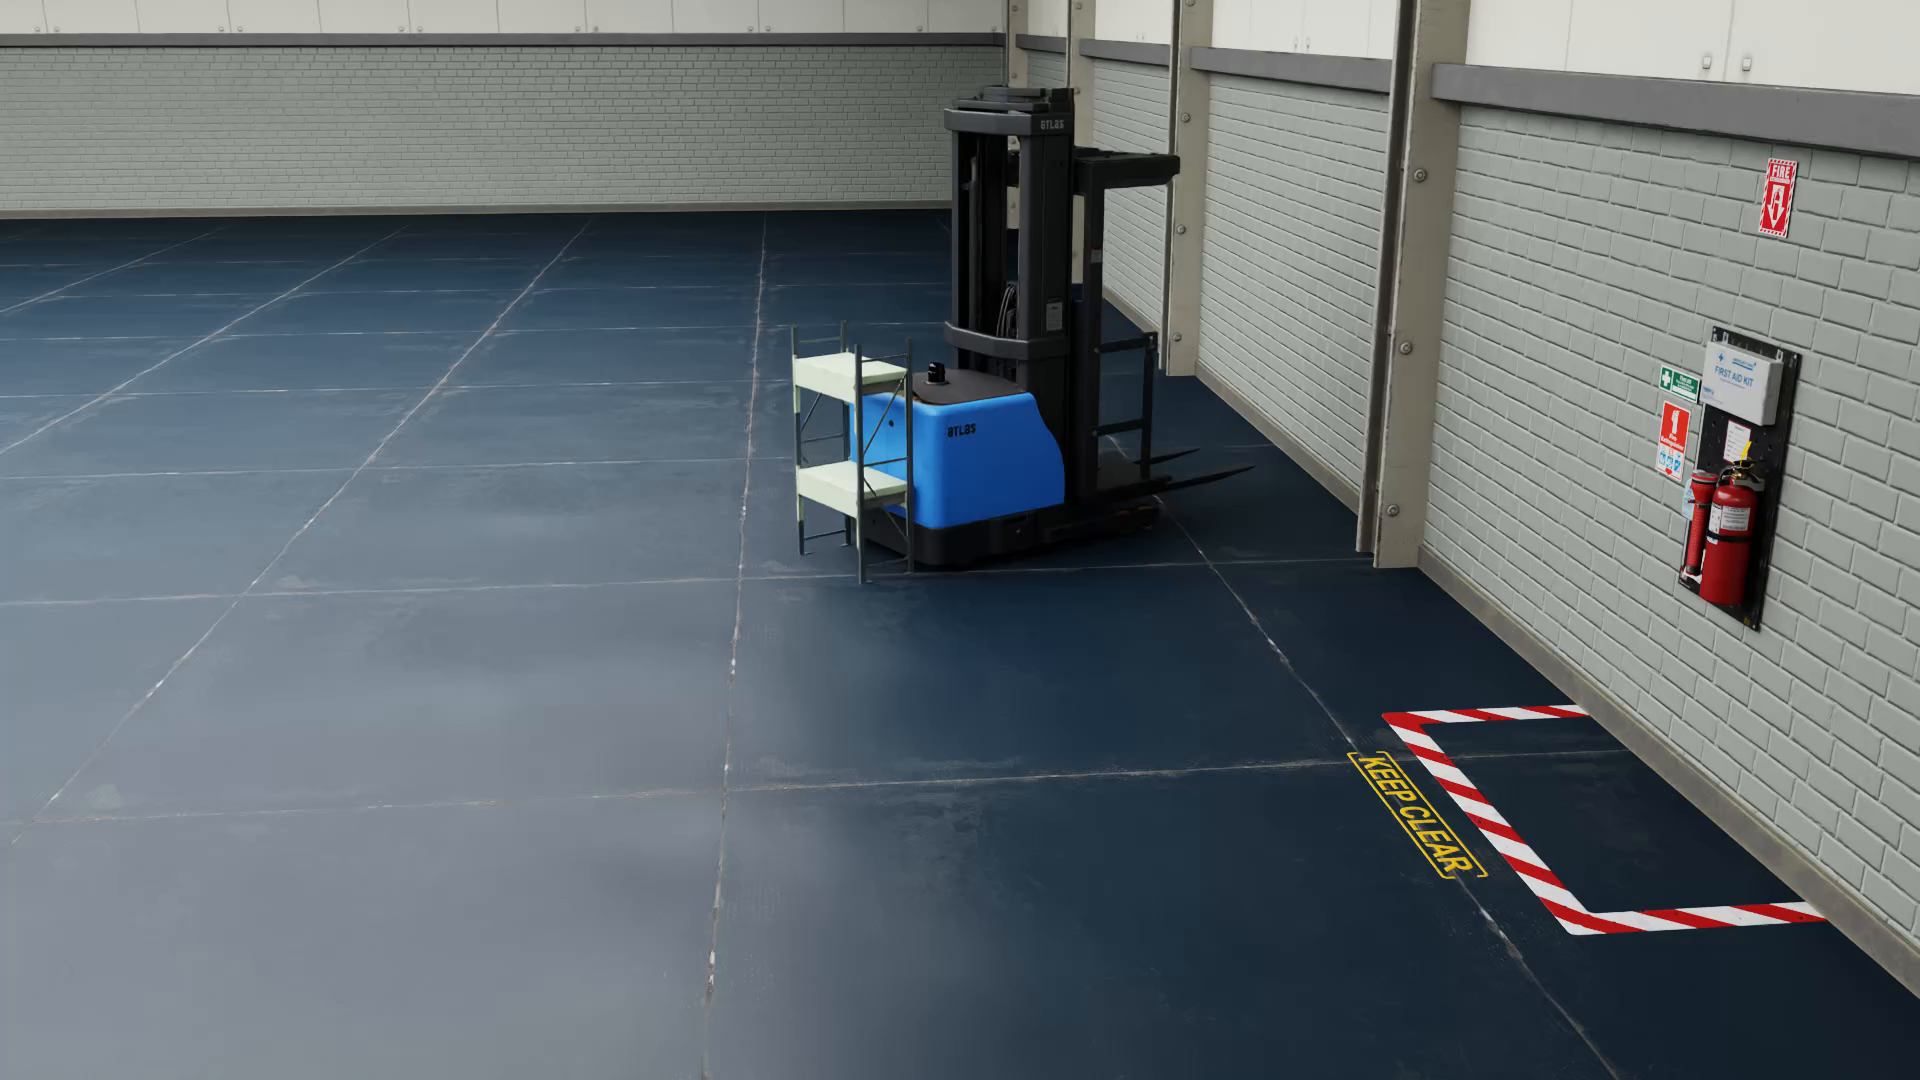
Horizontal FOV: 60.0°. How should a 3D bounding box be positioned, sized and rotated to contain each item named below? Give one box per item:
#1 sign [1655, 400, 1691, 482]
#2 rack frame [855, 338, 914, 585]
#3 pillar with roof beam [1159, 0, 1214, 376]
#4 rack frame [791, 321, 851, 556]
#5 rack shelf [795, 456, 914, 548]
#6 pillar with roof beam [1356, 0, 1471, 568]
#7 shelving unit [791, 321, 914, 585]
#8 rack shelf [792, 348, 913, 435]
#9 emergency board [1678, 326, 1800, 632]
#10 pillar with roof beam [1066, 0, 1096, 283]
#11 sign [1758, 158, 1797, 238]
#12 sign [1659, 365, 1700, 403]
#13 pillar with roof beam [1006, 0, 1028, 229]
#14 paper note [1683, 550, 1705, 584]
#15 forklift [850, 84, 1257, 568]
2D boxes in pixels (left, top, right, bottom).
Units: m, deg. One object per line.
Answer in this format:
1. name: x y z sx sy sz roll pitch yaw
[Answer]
1. sign: 3.232 -0.450 7.543 0.001 0.329 0.234 -2 18 -6
2. rack frame: -0.457 -0.472 10.178 0.400 1.500 0.023 -12 21 -34
3. pillar with roof beam: -2.116 -5.832 14.730 9.100 9.000 0.400 -2 18 -6
4. rack frame: -0.891 -0.649 10.741 0.400 1.500 0.023 -12 21 -34
5. rack shelf: -0.674 -0.250 10.557 0.431 0.370 0.720 -12 21 -34
6. pillar with roof beam: -1.497 -4.044 9.036 9.100 9.000 0.400 -2 18 -6
7. shelving unit: -0.674 -0.561 10.459 0.431 1.500 0.755 -12 21 -34
8. rack shelf: -0.674 -0.933 10.342 0.431 0.370 0.720 -12 21 -34
9. emergency board: 3.187 -0.265 7.013 0.194 1.169 0.643 -2 18 -6
10. pillar with roof beam: -2.735 -7.620 20.424 9.100 9.000 0.400 -2 18 -6
11. sign: 3.285 -1.376 6.683 0.001 0.298 0.199 -2 18 -6
12. sign: 3.224 -0.701 7.458 0.001 0.109 0.331 -2 18 -6
13. pillar with roof beam: -3.354 -9.407 26.118 9.100 9.000 0.400 -2 18 -6
14. paper note: 3.237 0.101 7.320 0.016 0.148 0.142 -2 18 -6
15. forklift: 0.755 -1.548 11.216 3.031 2.935 1.130 -12 21 -34
